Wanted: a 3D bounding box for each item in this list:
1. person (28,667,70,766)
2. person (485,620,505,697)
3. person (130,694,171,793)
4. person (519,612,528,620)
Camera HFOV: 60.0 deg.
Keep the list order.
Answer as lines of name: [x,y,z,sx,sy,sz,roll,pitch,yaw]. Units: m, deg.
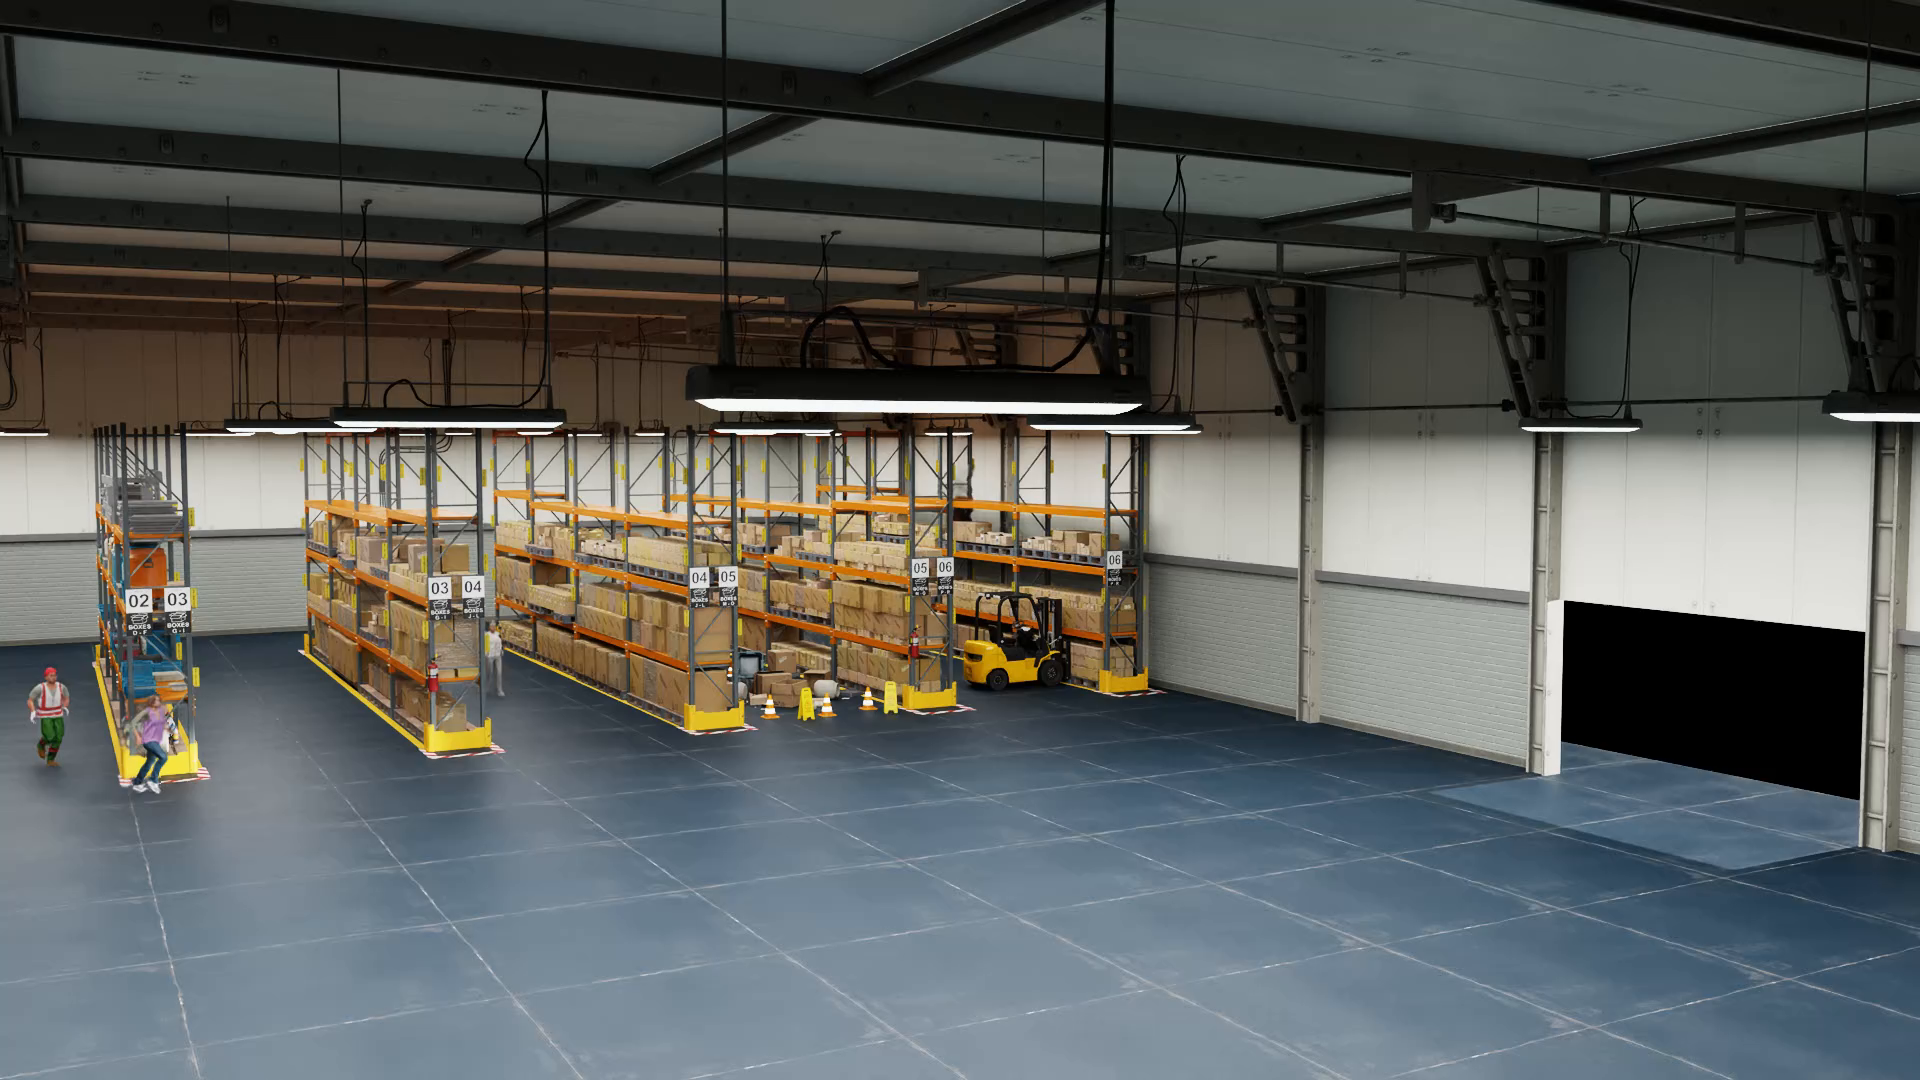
person: [-15.920,3.094,29.113,0.635,1.731,0.659,3,5,42]
person: [-10.391,2.614,37.021,0.613,1.682,0.903,-3,5,-40]
person: [-13.085,3.284,26.962,0.639,1.568,0.525,0,3,8]
person: [-12.496,1.919,48.245,0.644,1.724,0.682,-3,5,-41]
